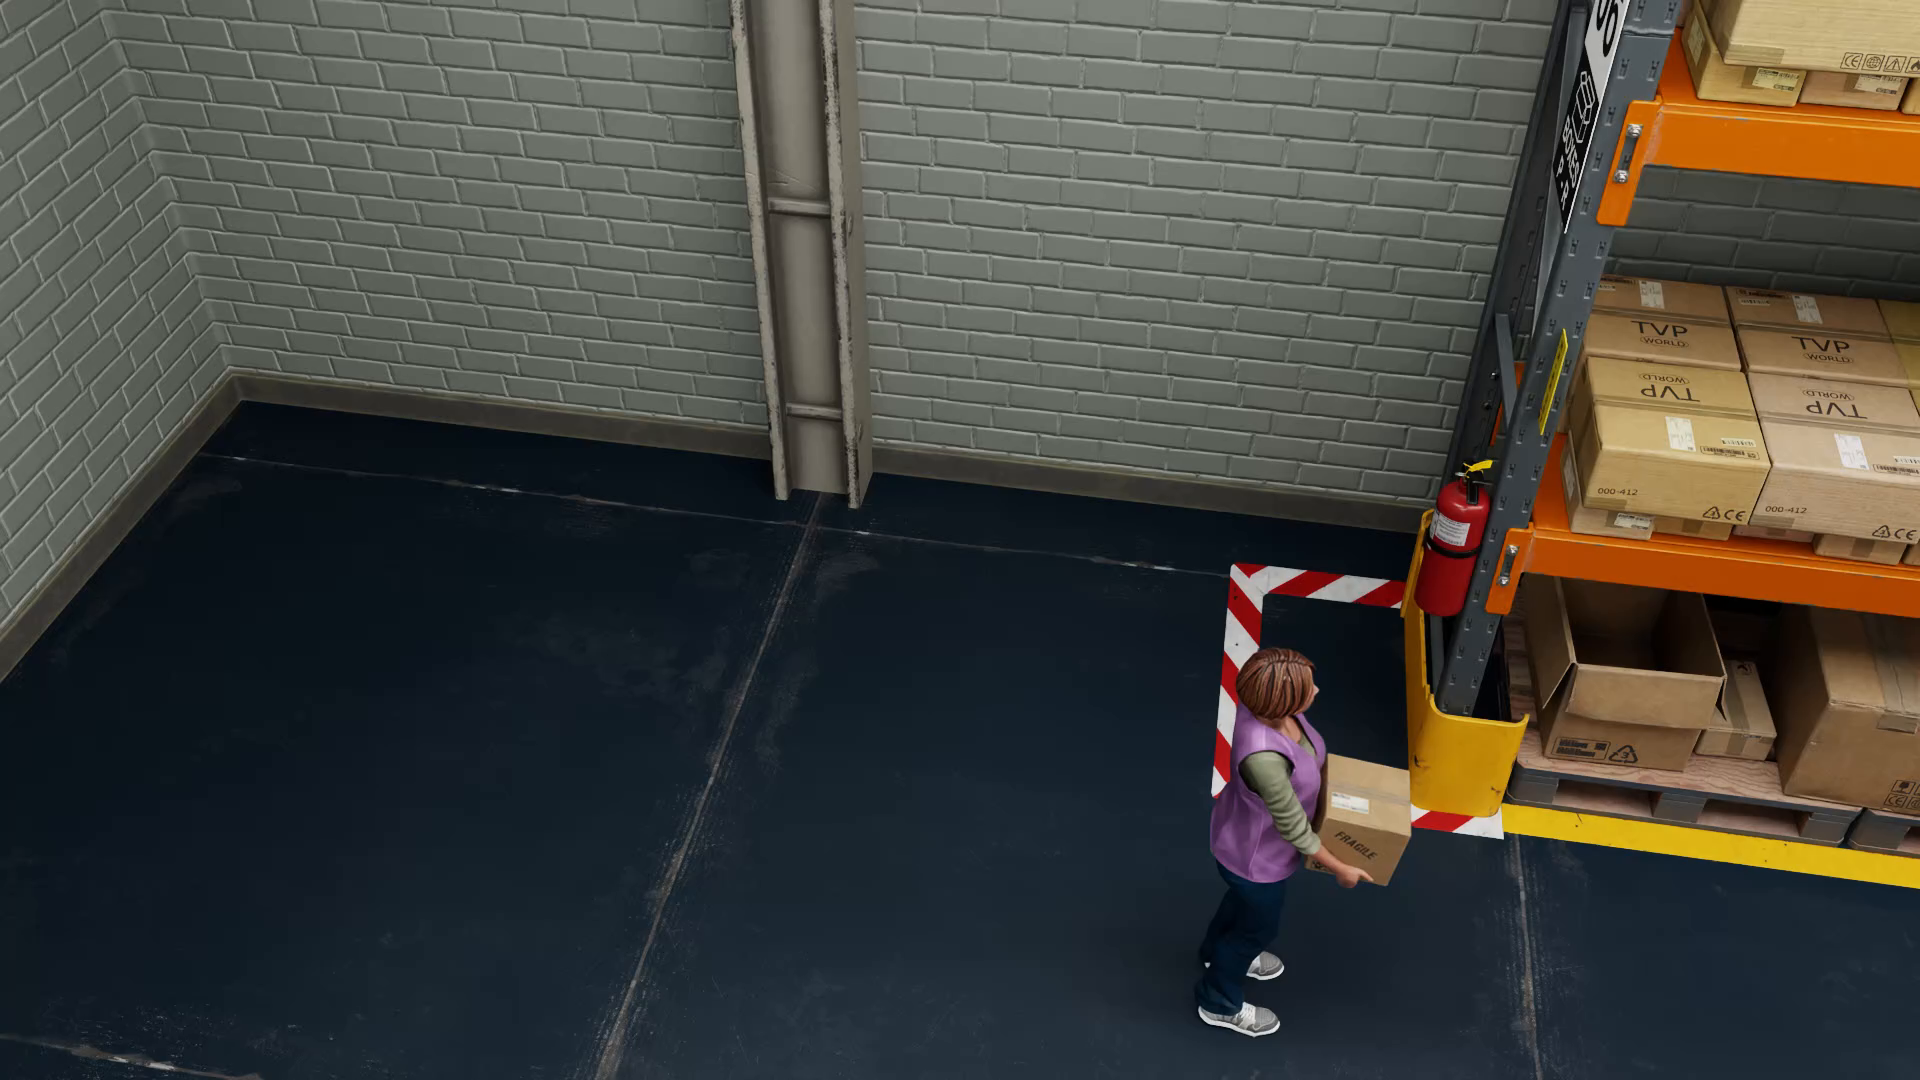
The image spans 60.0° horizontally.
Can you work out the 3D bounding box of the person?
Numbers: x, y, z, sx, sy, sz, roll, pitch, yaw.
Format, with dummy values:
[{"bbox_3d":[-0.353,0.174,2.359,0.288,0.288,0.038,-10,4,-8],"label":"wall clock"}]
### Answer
[{"bbox_3d":[1.007,0.937,5.095,0.490,1.596,0.404,7,42,8],"label":"person"}]
